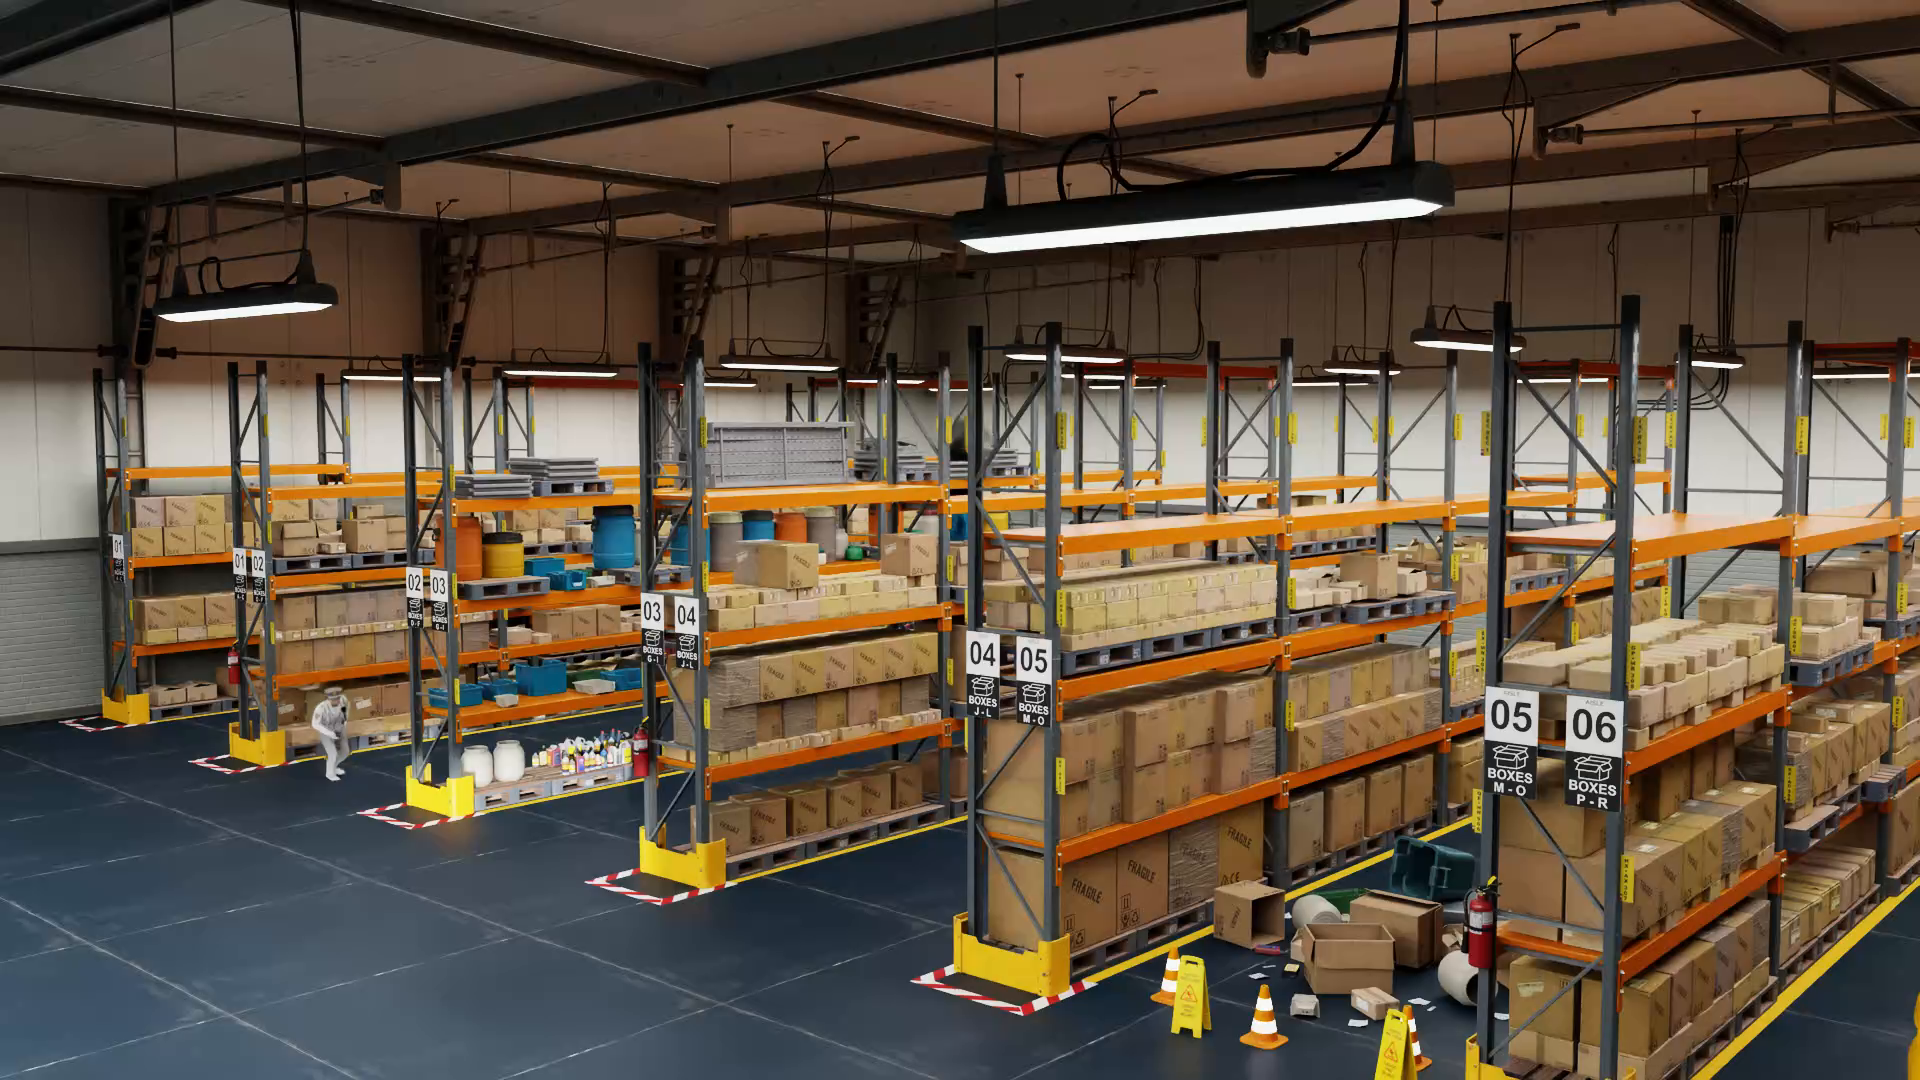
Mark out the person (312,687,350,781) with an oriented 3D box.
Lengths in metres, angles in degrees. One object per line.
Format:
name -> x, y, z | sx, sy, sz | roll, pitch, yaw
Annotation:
person -> -8.913, 2.742, 23.577 | 0.895, 1.402, 0.618 | 4, 6, 42

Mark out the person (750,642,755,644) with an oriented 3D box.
person -> -3.317, 2.361, 27.555 | 0.540, 1.573, 0.533 | -2, 5, -22
